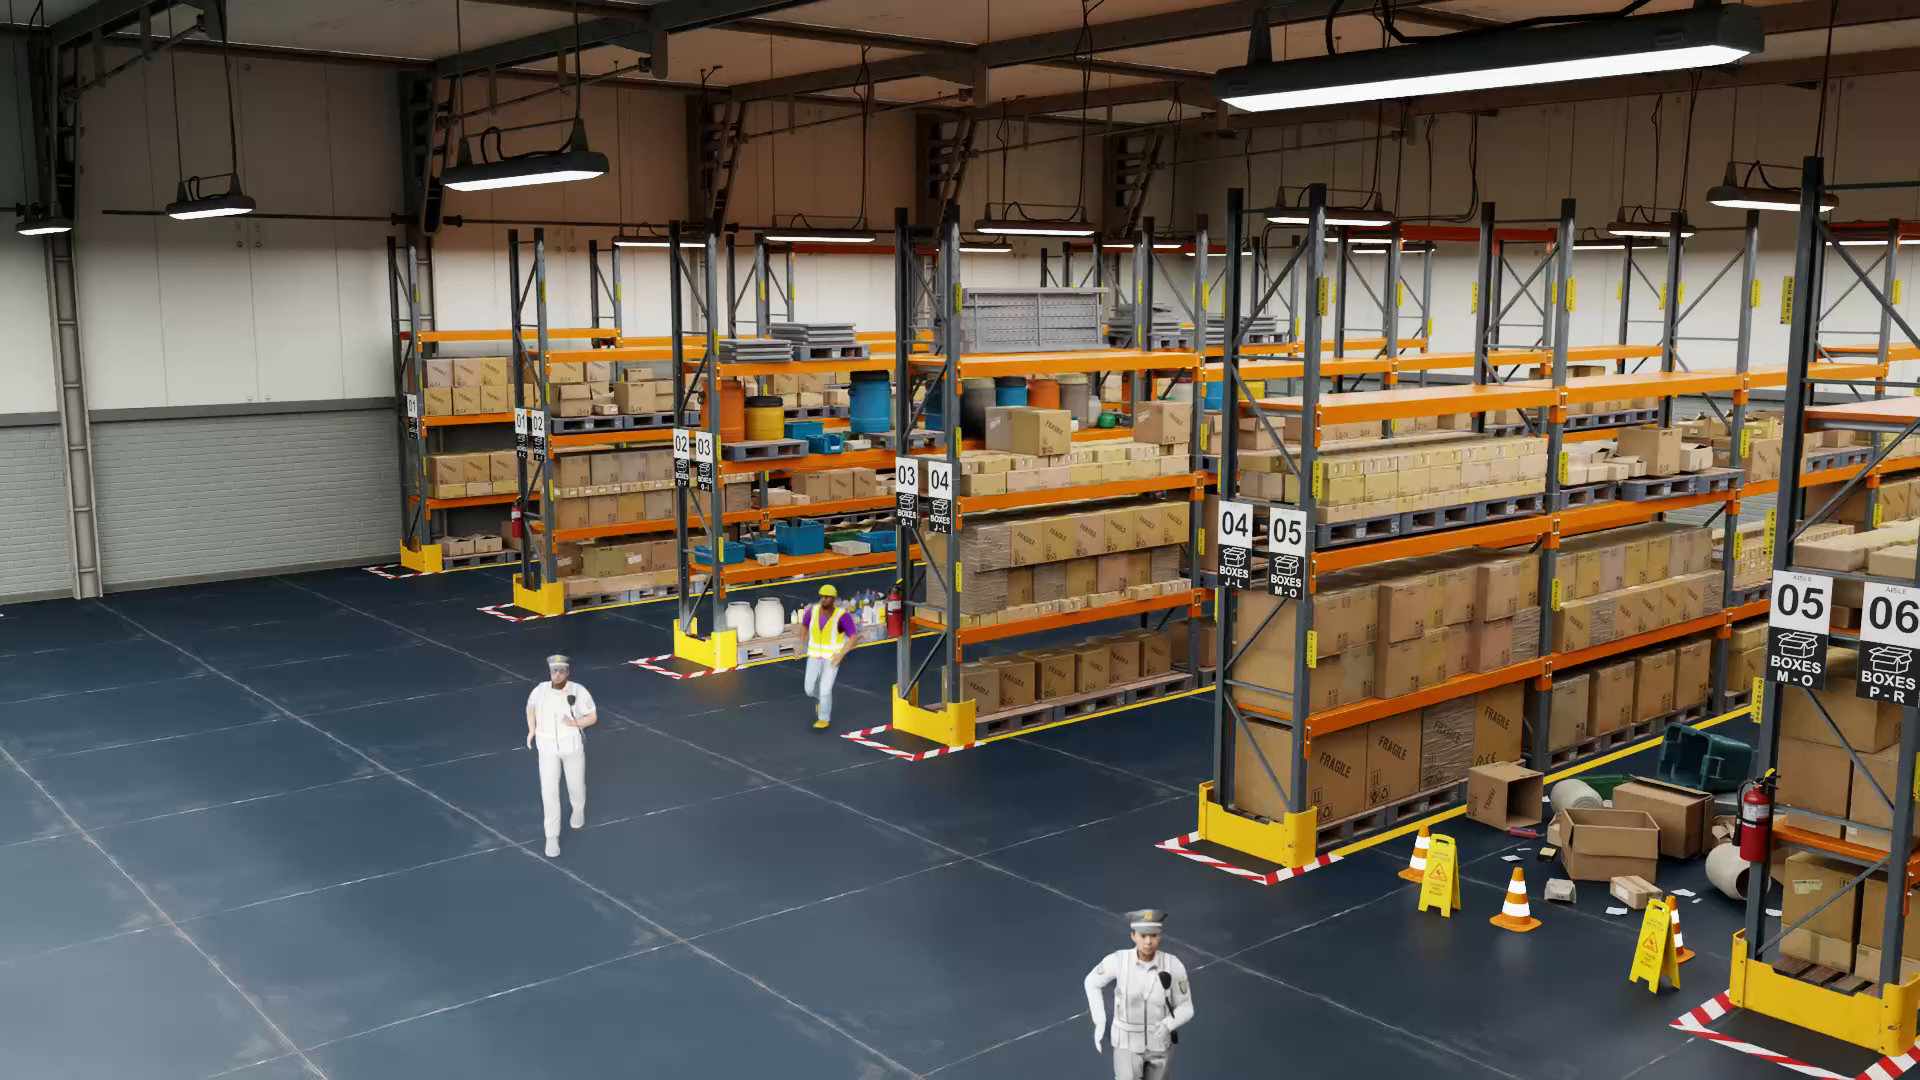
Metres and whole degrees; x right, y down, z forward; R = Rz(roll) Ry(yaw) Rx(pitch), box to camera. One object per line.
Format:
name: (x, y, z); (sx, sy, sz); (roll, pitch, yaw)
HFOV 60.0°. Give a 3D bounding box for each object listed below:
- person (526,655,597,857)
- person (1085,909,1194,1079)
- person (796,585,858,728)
person: (-3.685, 1.920, 15.381); (0.661, 1.775, 0.983); (-1, 9, -8)
person: (1.035, 2.896, 9.451); (0.583, 1.673, 0.642); (-1, 9, -5)
person: (-1.543, 1.355, 19.460); (0.750, 1.718, 0.562); (3, 9, 18)
